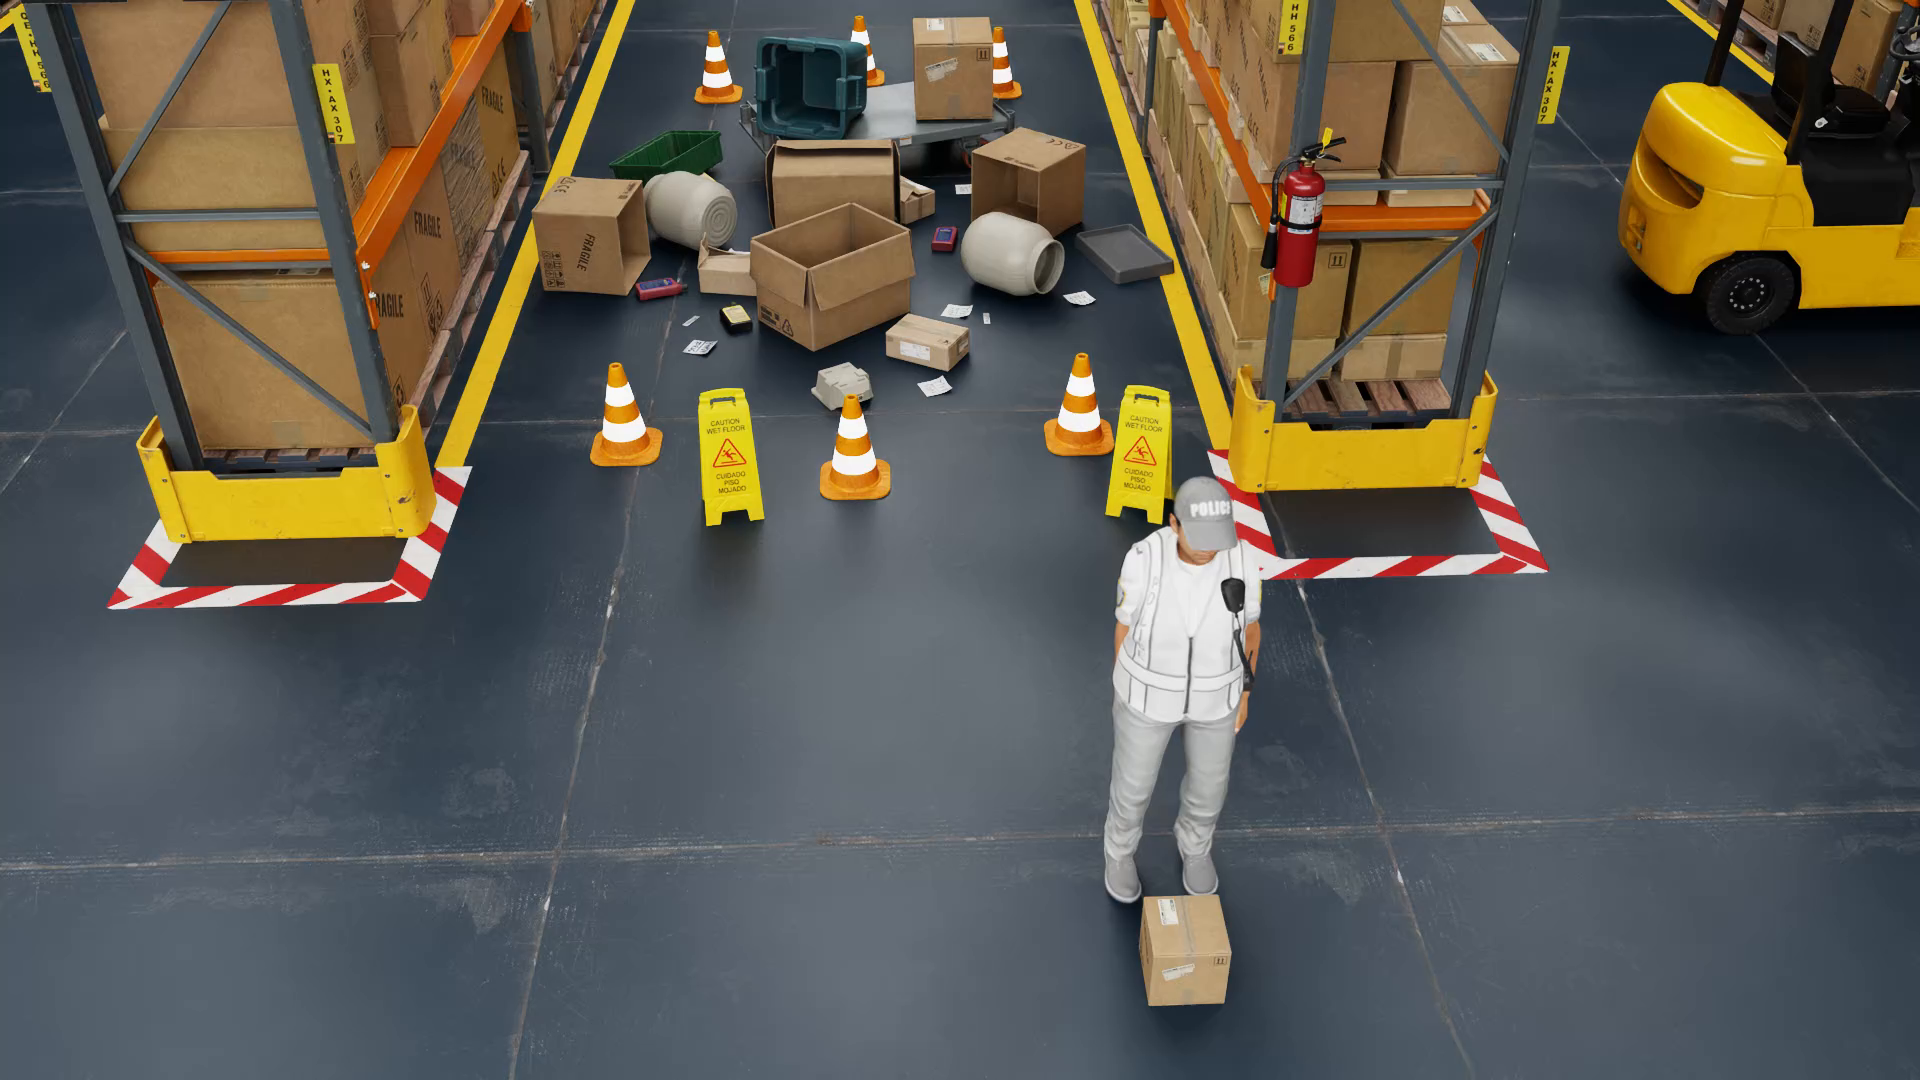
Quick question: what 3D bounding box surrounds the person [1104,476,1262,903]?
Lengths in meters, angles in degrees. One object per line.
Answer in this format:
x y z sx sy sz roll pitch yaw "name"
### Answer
0.731 0.507 5.439 0.468 1.659 0.391 -1 35 -1 "person"
